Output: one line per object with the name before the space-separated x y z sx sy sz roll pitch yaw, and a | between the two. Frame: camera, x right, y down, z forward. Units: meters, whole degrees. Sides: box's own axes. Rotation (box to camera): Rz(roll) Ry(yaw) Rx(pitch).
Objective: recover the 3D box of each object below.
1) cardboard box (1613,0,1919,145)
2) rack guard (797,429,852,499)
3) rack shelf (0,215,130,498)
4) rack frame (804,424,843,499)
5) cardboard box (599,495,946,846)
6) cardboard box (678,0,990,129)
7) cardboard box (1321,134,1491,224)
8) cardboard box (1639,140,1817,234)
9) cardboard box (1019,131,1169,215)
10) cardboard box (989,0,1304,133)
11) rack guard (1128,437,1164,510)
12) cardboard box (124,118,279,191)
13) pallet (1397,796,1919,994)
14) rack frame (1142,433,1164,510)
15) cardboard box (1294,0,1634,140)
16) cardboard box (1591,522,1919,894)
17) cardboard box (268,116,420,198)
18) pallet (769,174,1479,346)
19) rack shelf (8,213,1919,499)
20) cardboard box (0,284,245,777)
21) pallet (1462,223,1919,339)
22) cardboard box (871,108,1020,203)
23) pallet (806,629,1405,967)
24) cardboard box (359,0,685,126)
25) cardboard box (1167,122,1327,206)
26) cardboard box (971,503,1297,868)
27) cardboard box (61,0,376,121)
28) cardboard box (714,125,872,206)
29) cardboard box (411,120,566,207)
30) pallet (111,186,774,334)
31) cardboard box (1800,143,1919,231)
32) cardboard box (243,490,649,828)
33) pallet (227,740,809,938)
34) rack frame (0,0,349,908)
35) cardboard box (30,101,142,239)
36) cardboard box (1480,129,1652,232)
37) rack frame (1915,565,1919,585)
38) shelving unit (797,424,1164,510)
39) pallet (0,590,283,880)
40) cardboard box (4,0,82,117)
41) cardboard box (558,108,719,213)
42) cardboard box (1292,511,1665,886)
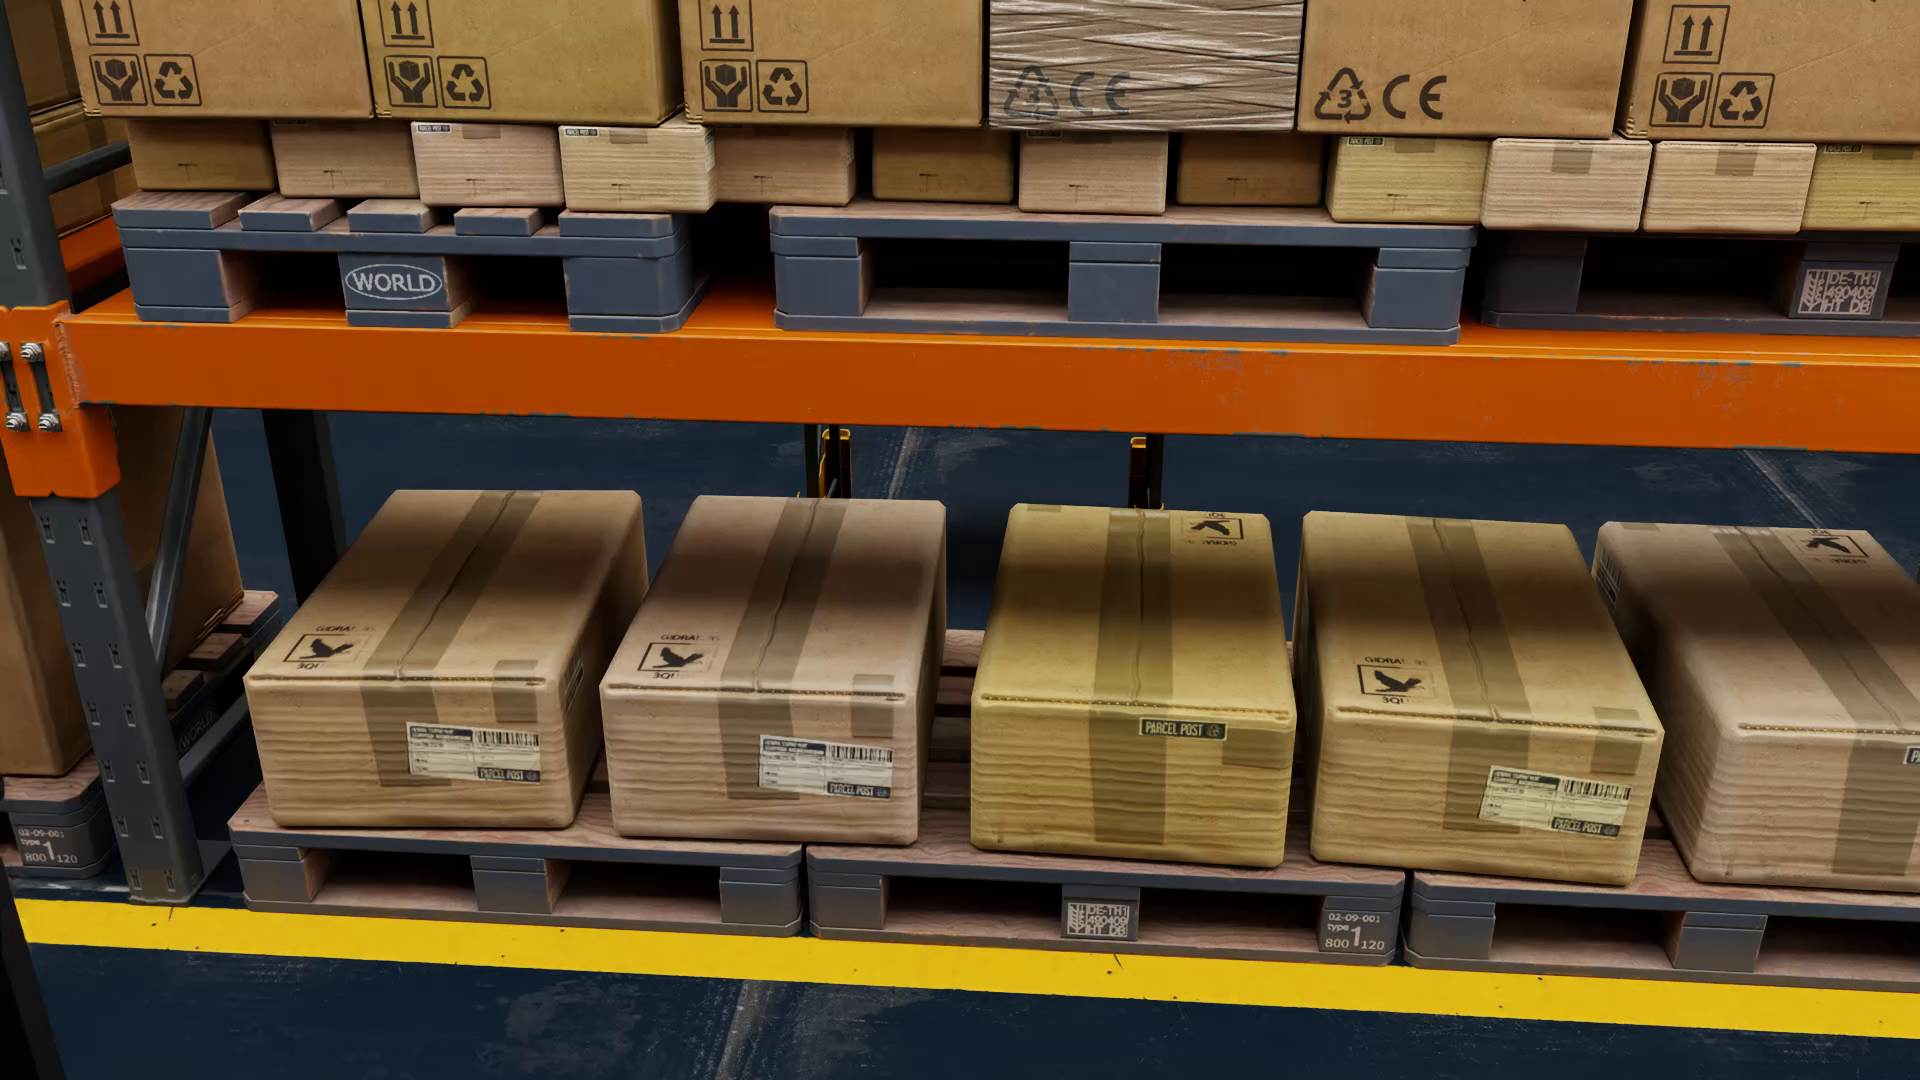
cardboard box | 1.344 -0.966 2.784 0.500 0.500 0.500 2 25 4
rack guard | -0.421 -0.127 5.227 0.087 0.250 0.587 2 25 4
rack shelf | -3.666 -0.526 3.665 4.000 0.370 1.077 2 25 4
rack frame | -0.422 -0.695 4.966 0.032 1.500 0.500 2 25 4
cardboard box | -0.373 0.257 3.745 0.625 0.372 0.950 1 25 3
cardboard box | -0.191 -1.021 2.903 0.500 0.500 0.500 2 25 5
cardboard box | 0.766 -0.677 2.932 0.250 0.149 0.380 2 25 4
cardboard box | 1.261 -0.648 2.868 0.250 0.149 0.380 1 25 3
cardboard box | 0.246 -0.706 2.993 0.250 0.149 0.380 3 25 6
cardboard box | 0.307 -1.002 2.861 0.500 0.500 0.500 1 25 2
rack guard | 0.573 -0.095 5.158 0.087 0.250 0.587 2 25 4
cardboard box | -1.362 -0.777 3.149 0.250 0.149 0.380 0 25 1
pallet | 1.540 0.582 3.733 1.213 0.211 1.003 2 25 4
rack frame | 0.592 -0.662 4.895 0.032 1.500 0.500 2 25 4
cardboard box | 0.830 -0.986 2.825 0.500 0.500 0.500 3 25 6
cardboard box | 1.793 0.327 3.593 0.625 0.372 0.950 2 25 5
cardboard box | -1.083 -0.754 3.099 0.250 0.149 0.380 0 25 1
pallet | 0.305 -0.655 3.315 1.213 0.211 1.003 2 25 4
rack shelf | 0.322 -0.398 3.387 4.000 0.370 1.077 2 25 4
cardboard box | -2.354 -0.071 3.855 0.875 0.875 0.875 2 25 4
pallet | 1.566 -0.659 3.322 1.213 0.211 1.003 2 25 4
cardboard box | -0.010 -0.741 3.070 0.250 0.149 0.380 3 25 6
pallet | 0.320 0.544 3.816 1.213 0.211 1.003 2 25 4
cardboard box | -0.721 -1.035 2.934 0.500 0.500 0.500 3 25 7
cardboard box | 0.511 -0.729 3.043 0.250 0.149 0.380 1 25 2
cardboard box | 0.383 0.283 3.687 0.625 0.372 0.950 3 25 6
cardboard box | -1.241 -1.049 2.964 0.500 0.500 0.500 1 25 3
cardboard box | -0.294 -0.734 3.054 0.250 0.149 0.380 3 25 7
cardboard box | -0.813 -0.726 3.038 0.250 0.149 0.380 0 25 1
pallet | -0.953 -0.723 3.463 1.003 0.211 1.213 2 25 4
cardboard box | 1.521 -0.655 2.882 0.250 0.149 0.380 1 25 2
cardboard box | -1.109 0.237 3.789 0.625 0.372 0.950 0 25 0
pallet | -0.893 0.504 3.903 1.213 0.211 1.003 2 25 4
rack frame | -1.672 -0.789 3.376 0.127 3.000 1.000 2 25 4
cardboard box | -2.141 -0.841 3.669 0.500 0.250 0.500 1 25 3
cardboard box | 1.007 -0.654 2.882 0.250 0.149 0.380 2 25 4
rack frame | 2.316 -0.661 3.097 0.127 3.000 1.000 2 25 4
shelving unit | 0.076 -0.679 4.931 1.083 1.500 0.587 2 25 4
pallet | -2.452 0.421 4.082 1.213 0.211 1.003 2 25 4
cardboard box | -2.158 -1.067 3.561 0.500 0.250 0.500 2 25 4
cardboard box | -0.541 -0.709 3.001 0.250 0.149 0.380 2 25 4
cardboard box | 1.076 0.305 3.640 0.625 0.372 0.950 3 25 7
